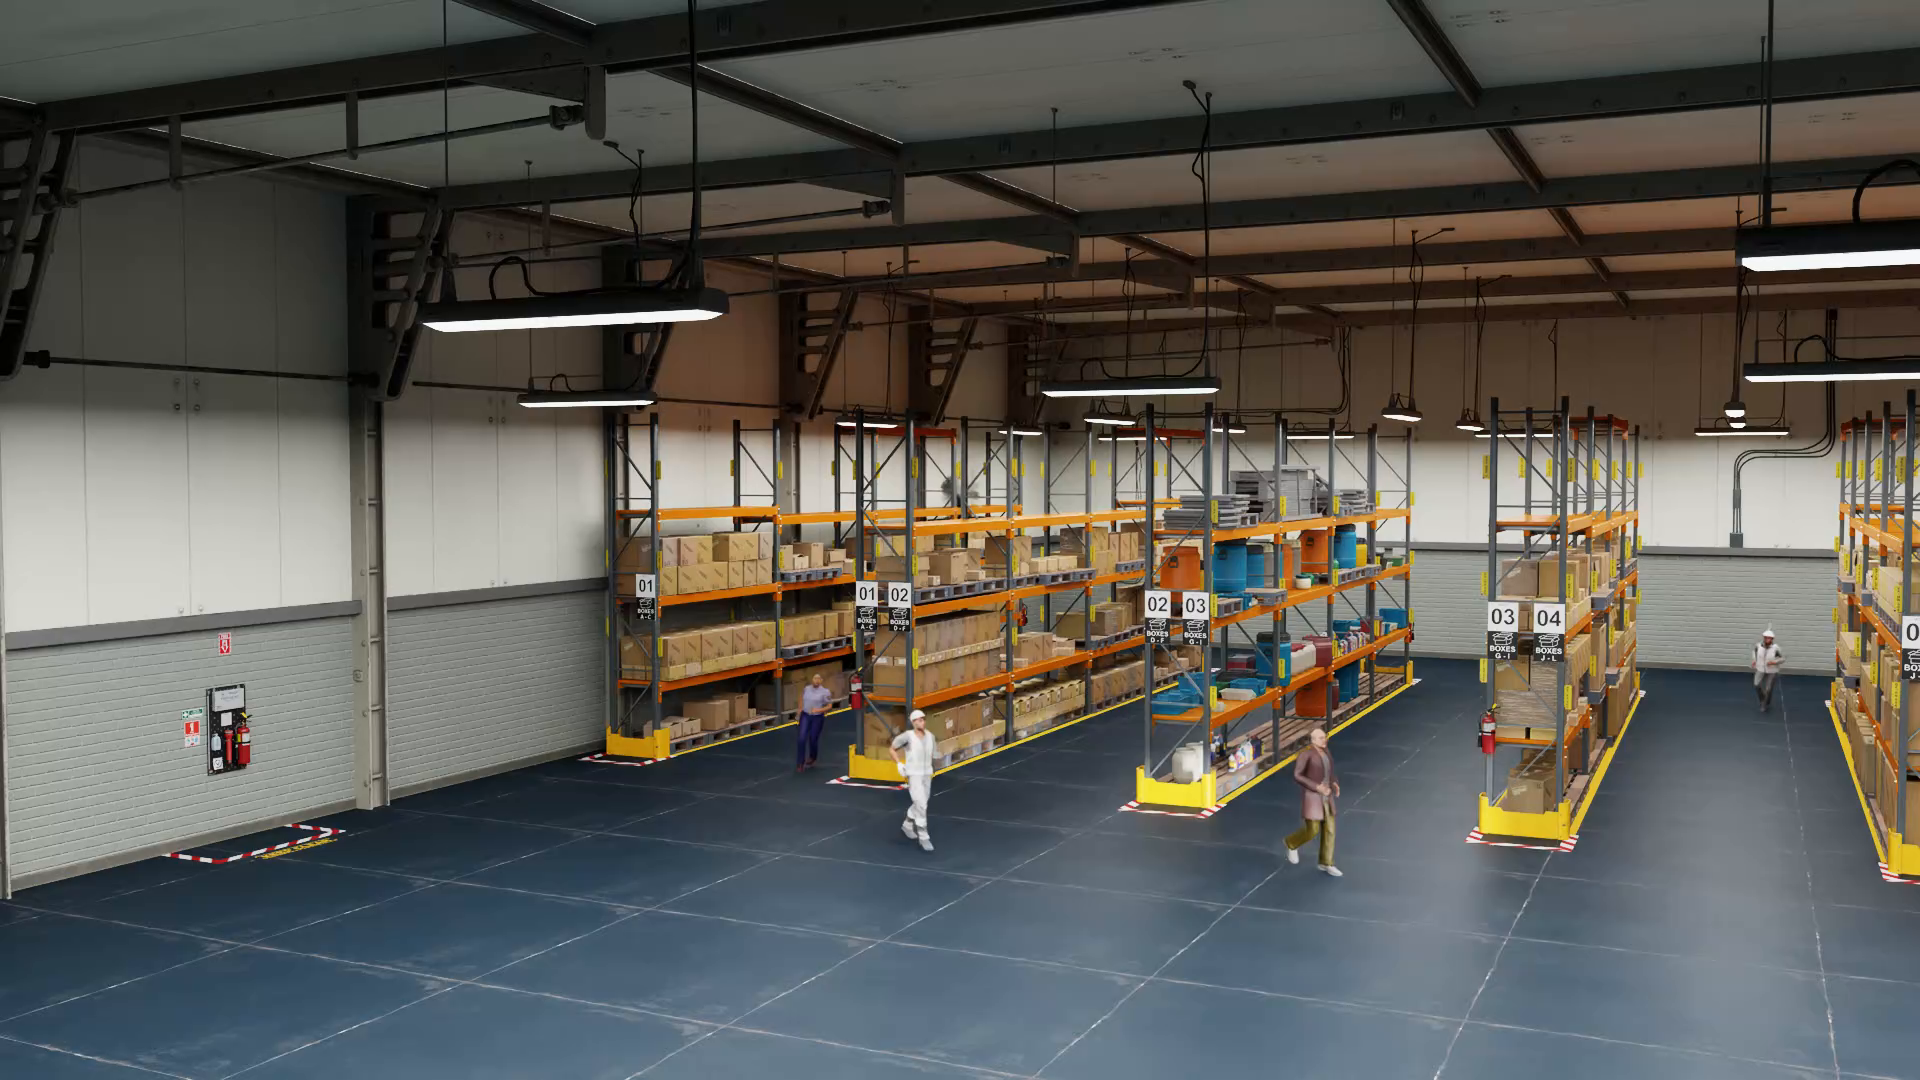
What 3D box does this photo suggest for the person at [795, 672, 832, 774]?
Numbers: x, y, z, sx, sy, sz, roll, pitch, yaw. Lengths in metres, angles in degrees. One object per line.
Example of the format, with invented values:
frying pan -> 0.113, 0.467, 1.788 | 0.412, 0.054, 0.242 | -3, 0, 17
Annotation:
person -> -2.417, 3.028, 27.744 | 0.606, 1.662, 0.797 | 0, 2, 7

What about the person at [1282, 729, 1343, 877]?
person -> 4.429, 3.254, 20.792 | 0.729, 1.717, 0.878 | -2, 3, -35

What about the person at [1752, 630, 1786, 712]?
person -> 16.803, 2.722, 34.533 | 0.694, 1.746, 0.800 | 2, 3, 41

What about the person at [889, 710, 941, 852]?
person -> -0.559, 3.166, 22.131 | 0.640, 1.825, 0.814 | -2, 3, -40
